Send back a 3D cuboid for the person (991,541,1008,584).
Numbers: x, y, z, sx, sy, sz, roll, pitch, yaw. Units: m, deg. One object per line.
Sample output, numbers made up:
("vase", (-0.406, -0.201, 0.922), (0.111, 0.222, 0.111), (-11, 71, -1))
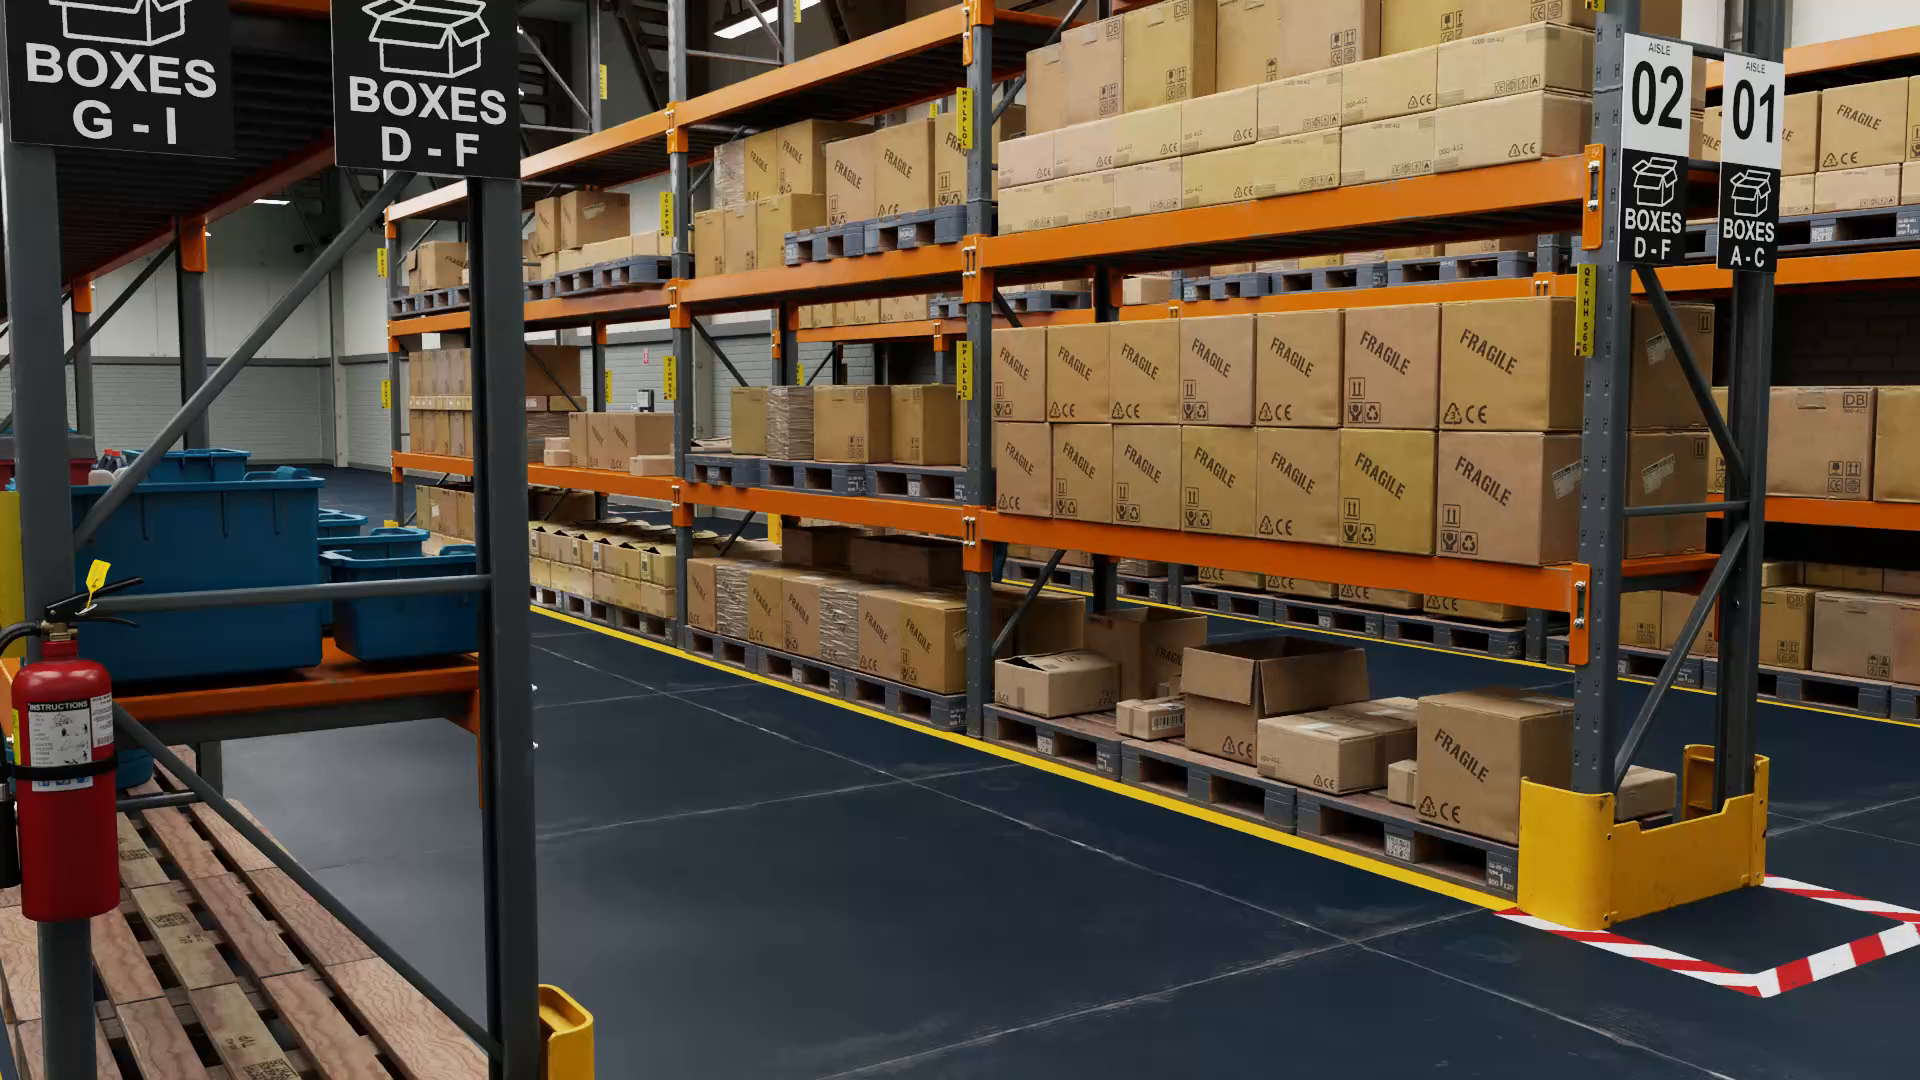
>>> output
("person", (0.361, -0.184, 15.494), (0.500, 1.589, 0.405), (-3, 6, -33))
